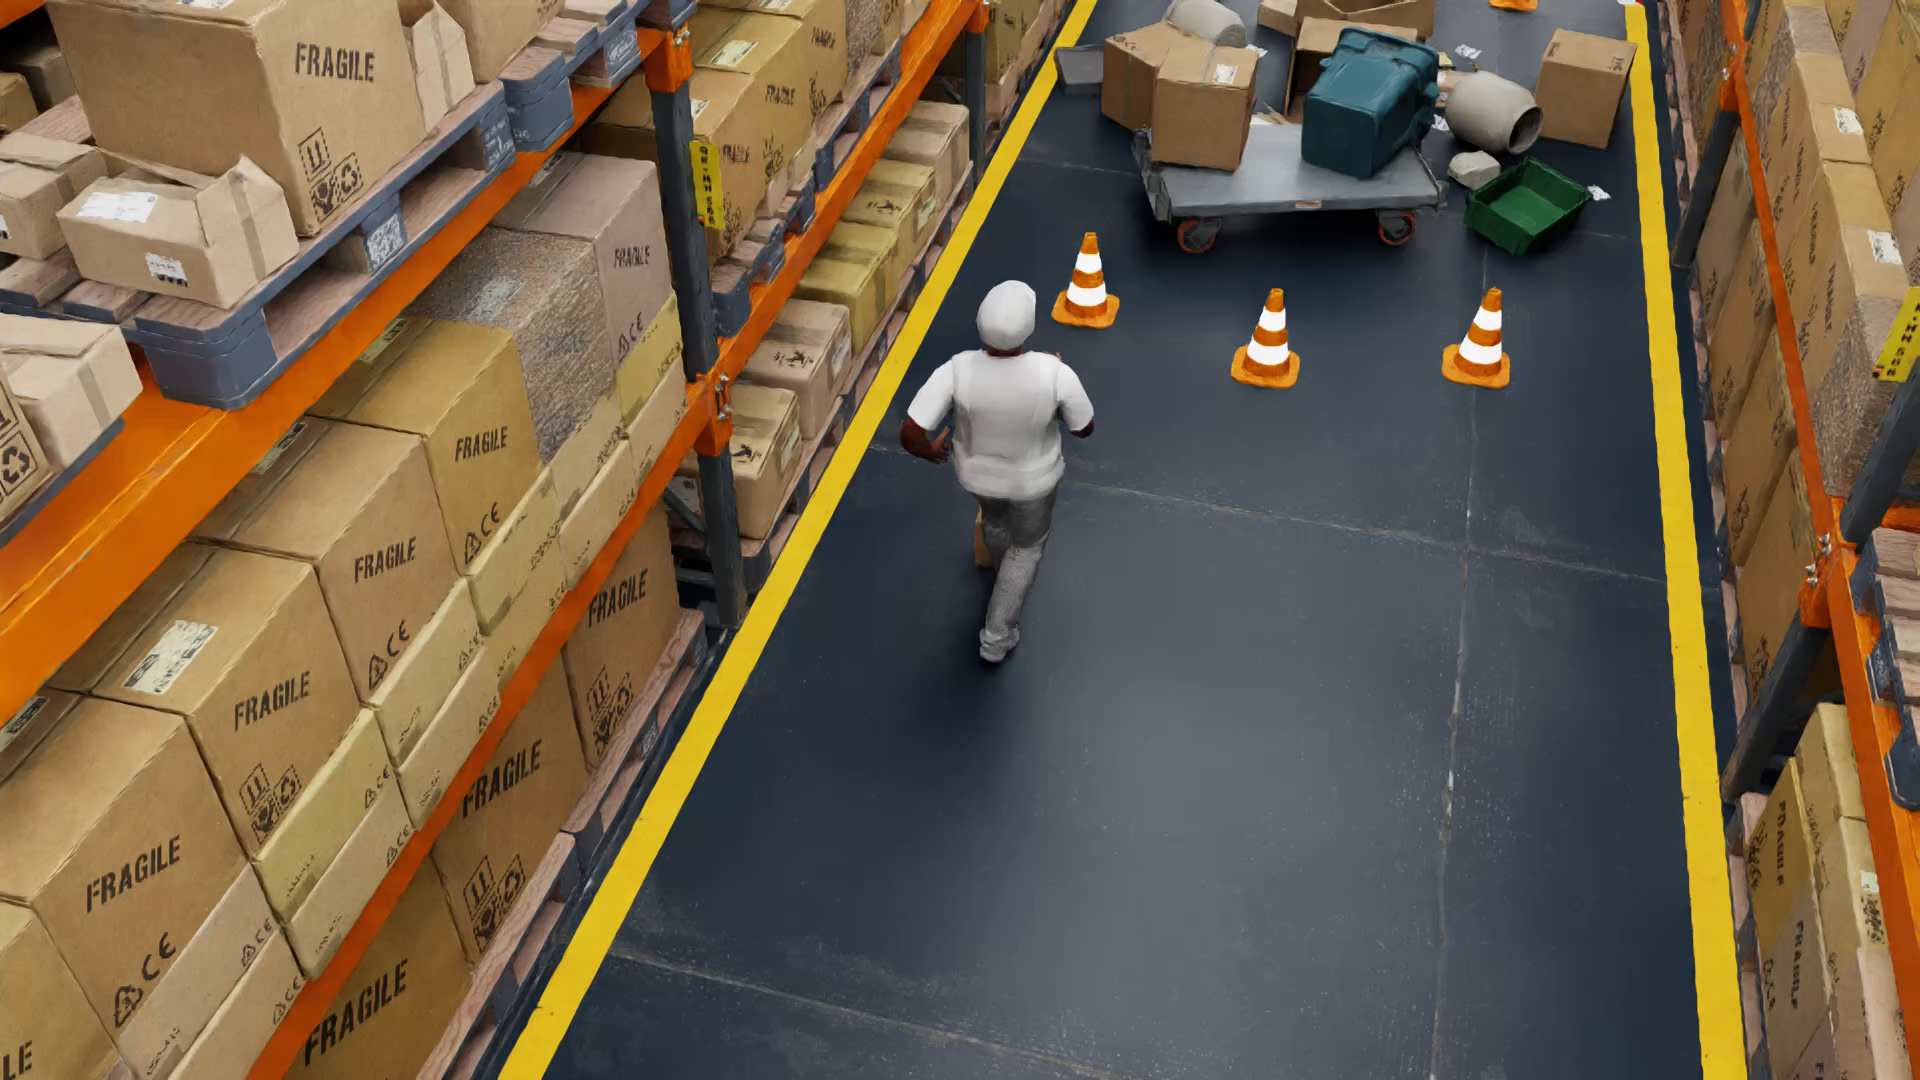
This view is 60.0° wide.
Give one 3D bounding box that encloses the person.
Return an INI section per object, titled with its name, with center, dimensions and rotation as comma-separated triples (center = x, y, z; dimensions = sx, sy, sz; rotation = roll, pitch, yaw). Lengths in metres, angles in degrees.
[person]
center = 0.216, -0.330, 6.531
dimensions = 0.654, 1.745, 0.868
rotation = 13, 42, 14
